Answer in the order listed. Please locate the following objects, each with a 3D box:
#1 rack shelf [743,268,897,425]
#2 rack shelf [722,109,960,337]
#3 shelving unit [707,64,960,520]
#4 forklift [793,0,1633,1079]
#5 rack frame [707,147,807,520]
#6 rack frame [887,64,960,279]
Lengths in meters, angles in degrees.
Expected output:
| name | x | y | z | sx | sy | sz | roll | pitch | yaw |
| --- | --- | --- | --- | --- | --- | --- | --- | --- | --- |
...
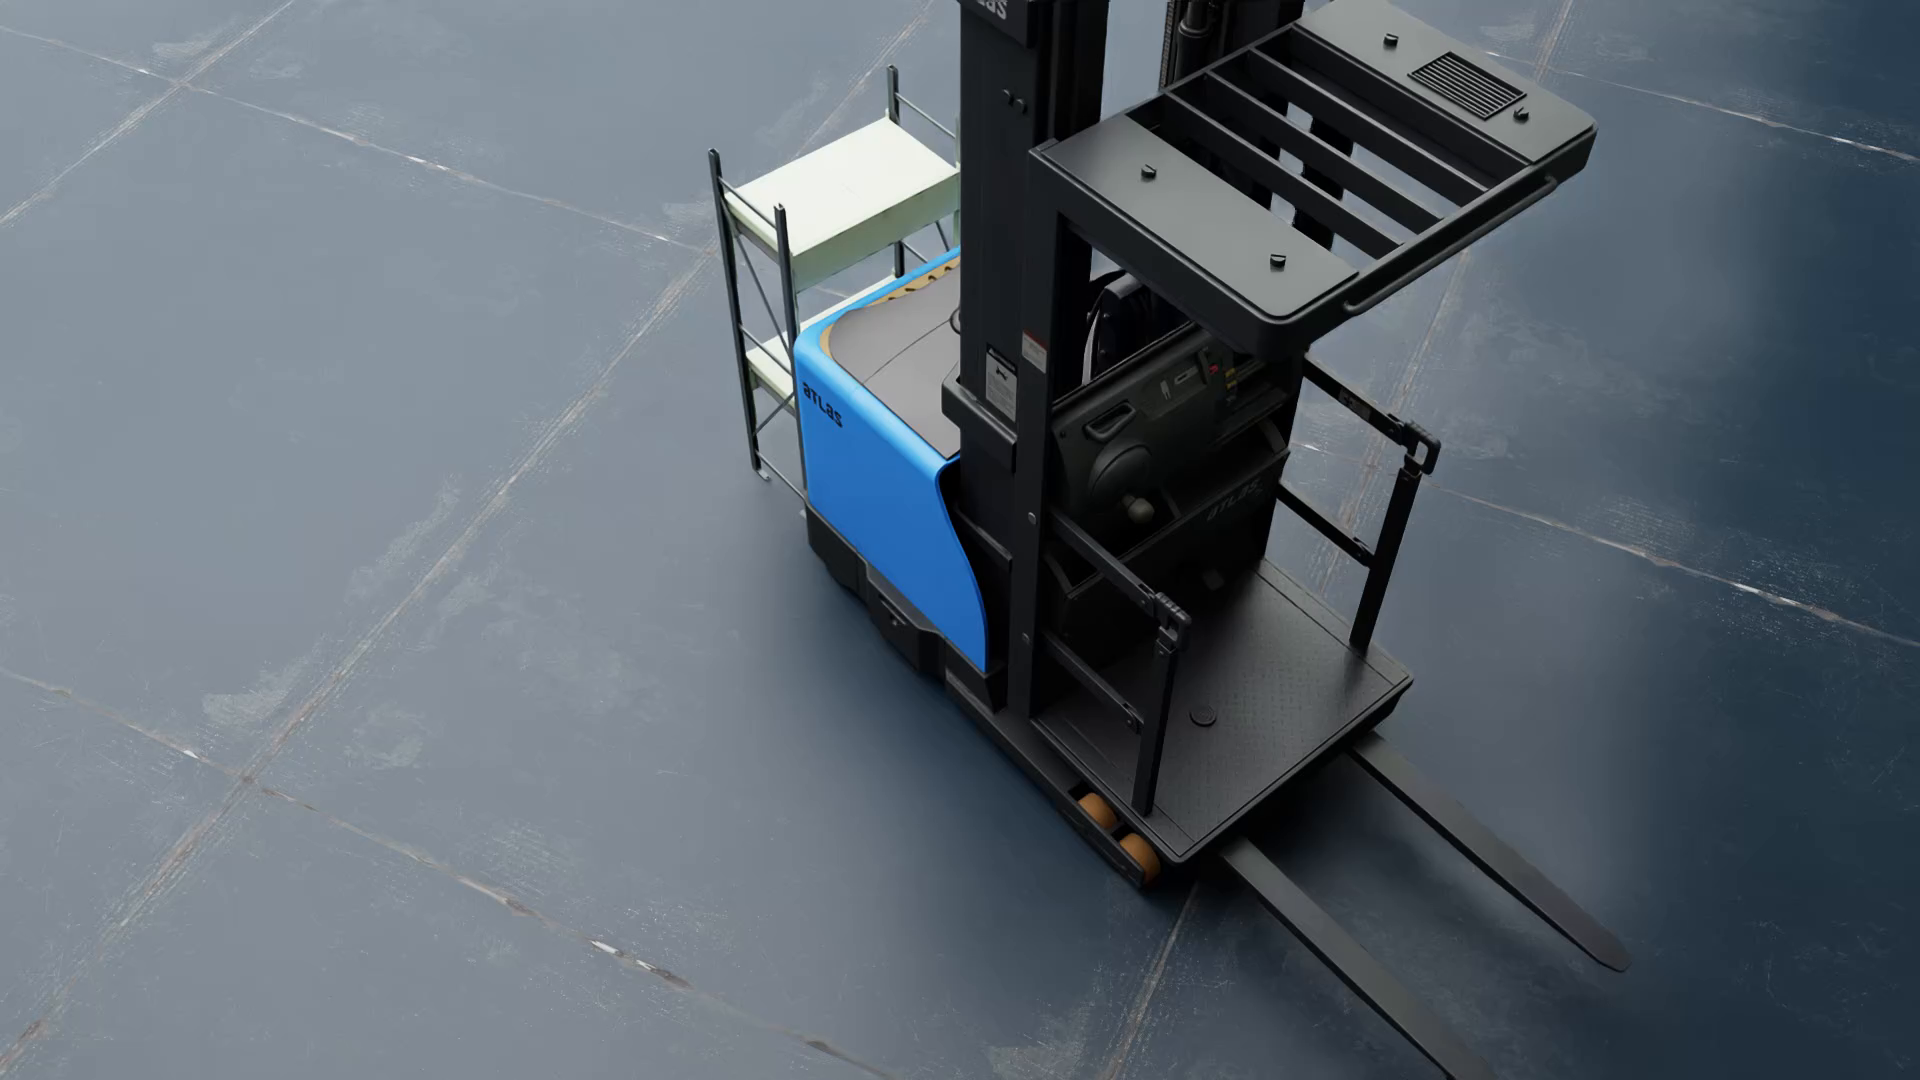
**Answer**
| name | x | y | z | sx | sy | sz | roll | pitch | yaw |
| --- | --- | --- | --- | --- | --- | --- | --- | --- | --- |
| rack shelf | -0.395 | -0.624 | 6.225 | 0.720 | 0.370 | 0.431 | -32 | 57 | -24 |
| rack shelf | -0.395 | -1.089 | 5.679 | 0.720 | 0.370 | 0.431 | -32 | 57 | -24 |
| shelving unit | -0.395 | -0.836 | 5.976 | 0.755 | 1.500 | 0.431 | -32 | 57 | -24 |
| forklift | 0.765 | -0.290 | 4.572 | 1.130 | 2.935 | 3.031 | -32 | 57 | -24 |
| rack frame | -0.677 | -0.658 | 5.825 | 0.023 | 1.500 | 0.400 | -32 | 57 | -24 |
| rack frame | -0.113 | -1.013 | 6.128 | 0.023 | 1.500 | 0.400 | -32 | 57 | -24 |
